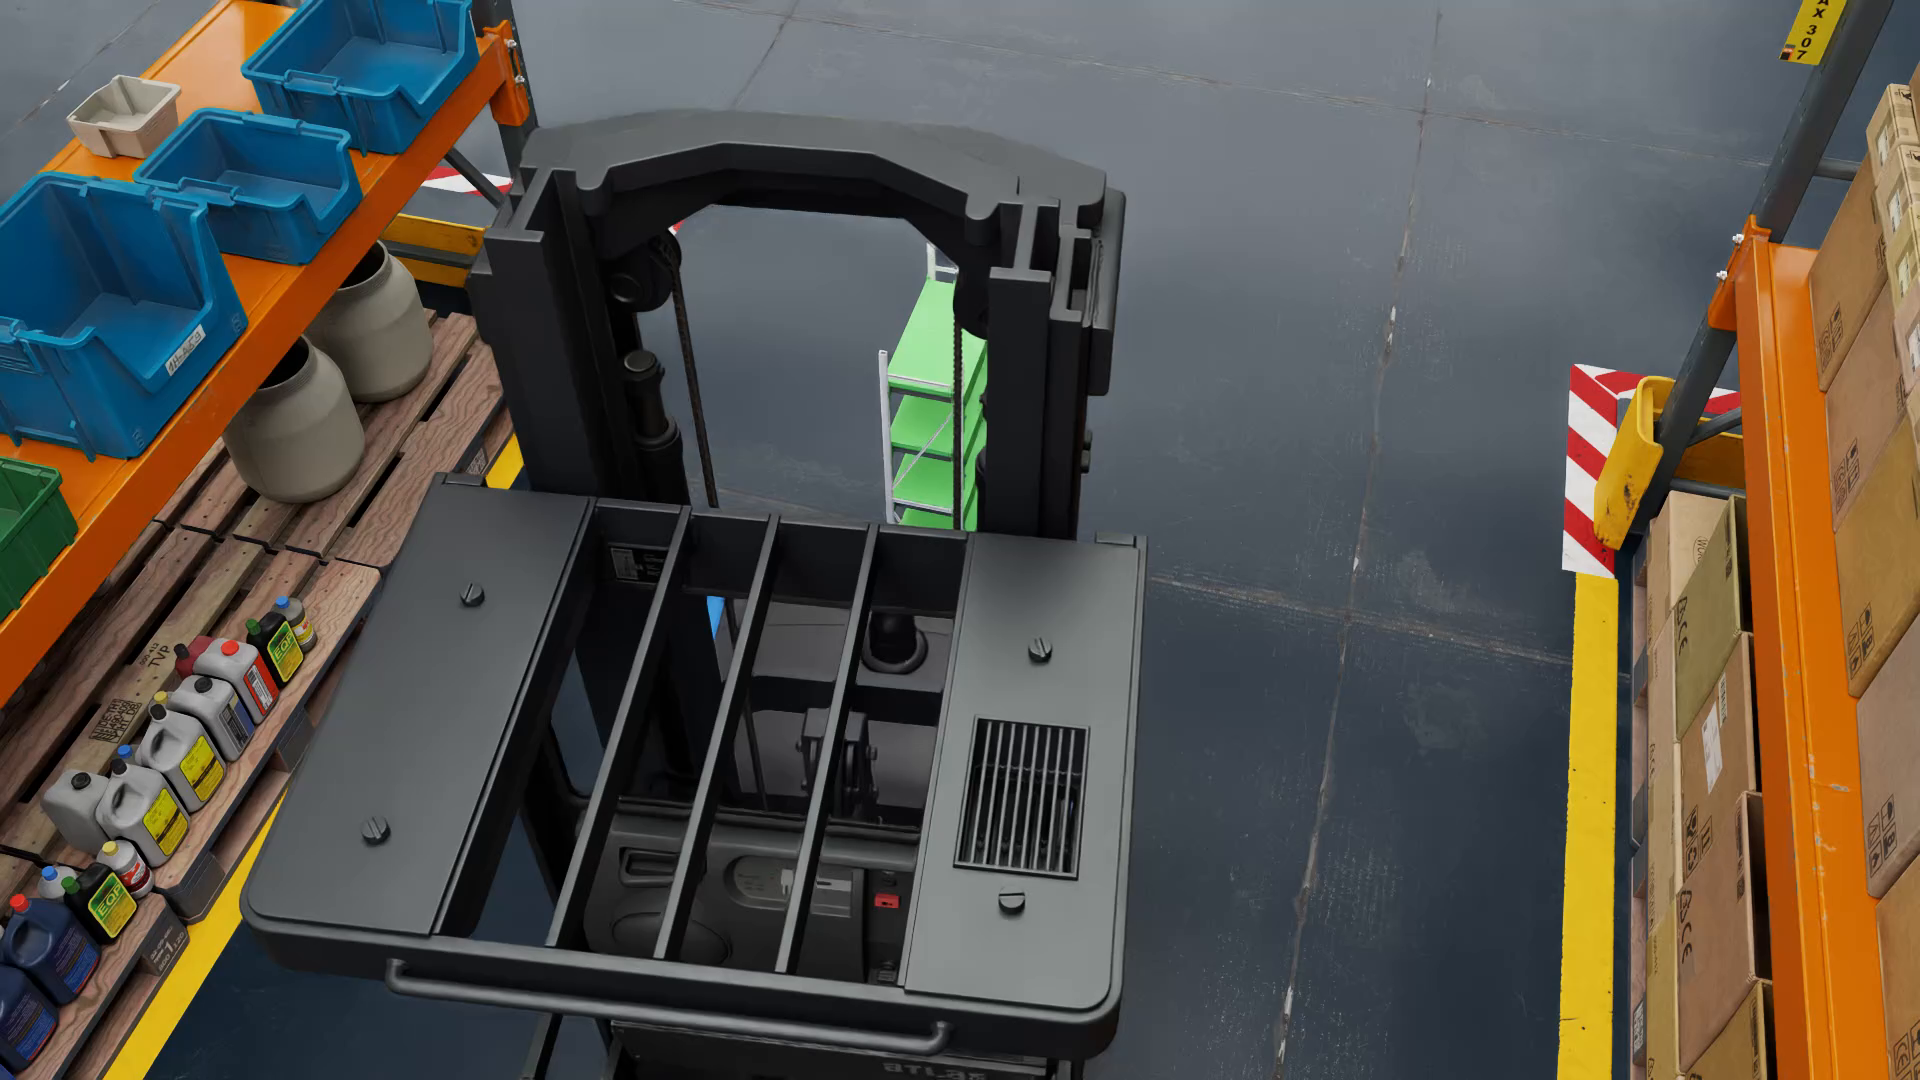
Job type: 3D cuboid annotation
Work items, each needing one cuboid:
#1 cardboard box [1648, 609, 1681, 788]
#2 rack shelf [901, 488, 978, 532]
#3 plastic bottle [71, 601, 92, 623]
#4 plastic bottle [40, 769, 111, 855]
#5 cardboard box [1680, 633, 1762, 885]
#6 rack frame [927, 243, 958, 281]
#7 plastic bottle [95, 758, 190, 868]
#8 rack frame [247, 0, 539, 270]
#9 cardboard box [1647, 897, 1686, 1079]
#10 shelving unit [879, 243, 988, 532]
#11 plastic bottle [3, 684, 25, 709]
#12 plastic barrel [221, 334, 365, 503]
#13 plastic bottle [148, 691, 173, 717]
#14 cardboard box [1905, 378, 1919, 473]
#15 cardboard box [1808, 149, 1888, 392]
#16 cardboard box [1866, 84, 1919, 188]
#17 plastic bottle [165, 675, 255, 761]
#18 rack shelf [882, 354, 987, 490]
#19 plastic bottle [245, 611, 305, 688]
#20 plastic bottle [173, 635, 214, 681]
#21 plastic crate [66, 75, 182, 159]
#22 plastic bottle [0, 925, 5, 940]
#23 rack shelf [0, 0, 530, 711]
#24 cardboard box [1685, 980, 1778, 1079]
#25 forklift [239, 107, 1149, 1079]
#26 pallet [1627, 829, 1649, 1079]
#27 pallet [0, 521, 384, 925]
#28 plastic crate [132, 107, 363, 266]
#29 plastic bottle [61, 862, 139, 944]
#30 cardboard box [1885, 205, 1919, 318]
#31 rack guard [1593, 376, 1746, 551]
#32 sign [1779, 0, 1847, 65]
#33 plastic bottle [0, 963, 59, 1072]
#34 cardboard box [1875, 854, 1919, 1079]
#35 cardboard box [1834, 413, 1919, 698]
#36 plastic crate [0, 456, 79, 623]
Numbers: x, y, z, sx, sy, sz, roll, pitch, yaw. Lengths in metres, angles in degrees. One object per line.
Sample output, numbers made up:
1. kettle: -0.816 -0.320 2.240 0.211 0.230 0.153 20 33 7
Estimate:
1. cardboard box: 2.304 0.512 4.852 0.500 0.250 0.500 12 50 10
2. rack shelf: -0.044 -0.076 5.422 0.258 0.148 0.480 12 50 10
3. plastic bottle: -2.795 0.160 5.182 0.097 0.201 0.097 0 49 0
4. plastic bottle: -2.418 0.746 4.614 0.152 0.276 0.135 12 50 10
5. cardboard box: 2.183 0.627 4.249 0.500 0.500 0.500 12 50 10
6. rack frame: 0.021 -0.454 5.350 0.240 1.200 0.015 12 50 10
7. plastic bottle: -2.268 0.733 4.576 0.144 0.351 0.185 11 50 10
8. rack frame: -1.990 -1.946 5.467 1.000 3.000 0.127 12 50 10
9. cardboard box: 2.036 1.234 4.214 0.500 0.250 0.500 12 50 10
10. shelving unit: -0.044 -0.277 5.194 0.258 1.200 0.503 12 50 10
11. plastic bottle: -2.884 0.382 4.939 0.097 0.271 0.097 0 49 0
12. plastic barrel: -2.221 -0.408 5.488 0.421 0.512 0.421 0 49 0
13. plastic bottle: -2.305 0.516 4.867 0.097 0.201 0.097 0 49 0
14. cardboard box: 2.207 -0.225 3.448 0.380 0.149 0.250 10 49 9
15. cardboard box: 2.653 -0.663 4.268 0.700 0.500 0.500 12 50 10
16. cardboard box: 2.477 -0.972 4.108 0.380 0.149 0.250 11 50 10
17. plastic bottle: -2.180 0.502 4.829 0.152 0.276 0.135 10 49 9
18. rack shelf: -0.044 -0.394 5.062 0.258 0.148 0.480 12 50 10
19. plastic bottle: -2.063 0.311 4.993 0.061 0.283 0.133 13 50 11
20. plastic bottle: -2.246 0.379 4.933 0.061 0.283 0.133 12 50 10
21. plastic crate: -2.536 -1.275 5.050 0.298 0.136 0.250 12 50 10
22. plastic bottle: -2.508 1.074 4.328 0.097 0.271 0.097 0 49 0
23. rack shelf: -2.516 -0.261 4.460 1.077 0.370 4.000 12 50 10
24. cardboard box: 1.917 1.350 3.611 0.500 0.500 0.500 12 50 10
25. forklift: -0.297 0.852 3.043 1.130 2.935 3.031 5 49 5
26. pallet: 2.304 1.398 4.375 1.003 0.211 1.213 12 50 10
27. pallet: -2.507 0.507 5.161 1.003 0.211 1.213 12 50 10
28. plastic crate: -2.009 -1.007 4.737 0.499 0.251 0.408 12 50 10
29. plastic bottle: -2.297 0.951 4.428 0.061 0.283 0.133 14 50 12
30. cardboard box: 2.343 -0.600 3.780 0.380 0.149 0.250 12 50 10
31. rack guard: 2.794 -0.156 5.554 1.175 0.500 0.348 12 50 10
32. sign: 2.254 -1.392 4.348 0.100 0.325 0.005 12 50 10
33. plastic bottle: -2.430 1.177 4.184 0.144 0.351 0.185 13 50 11
34. cardboard box: 2.114 0.828 2.952 0.700 0.500 0.500 12 50 11
35. cardboard box: 2.383 0.075 3.616 0.700 0.500 0.500 12 50 10
36. plastic crate: -2.413 0.092 3.810 0.450 0.188 0.662 12 50 10
